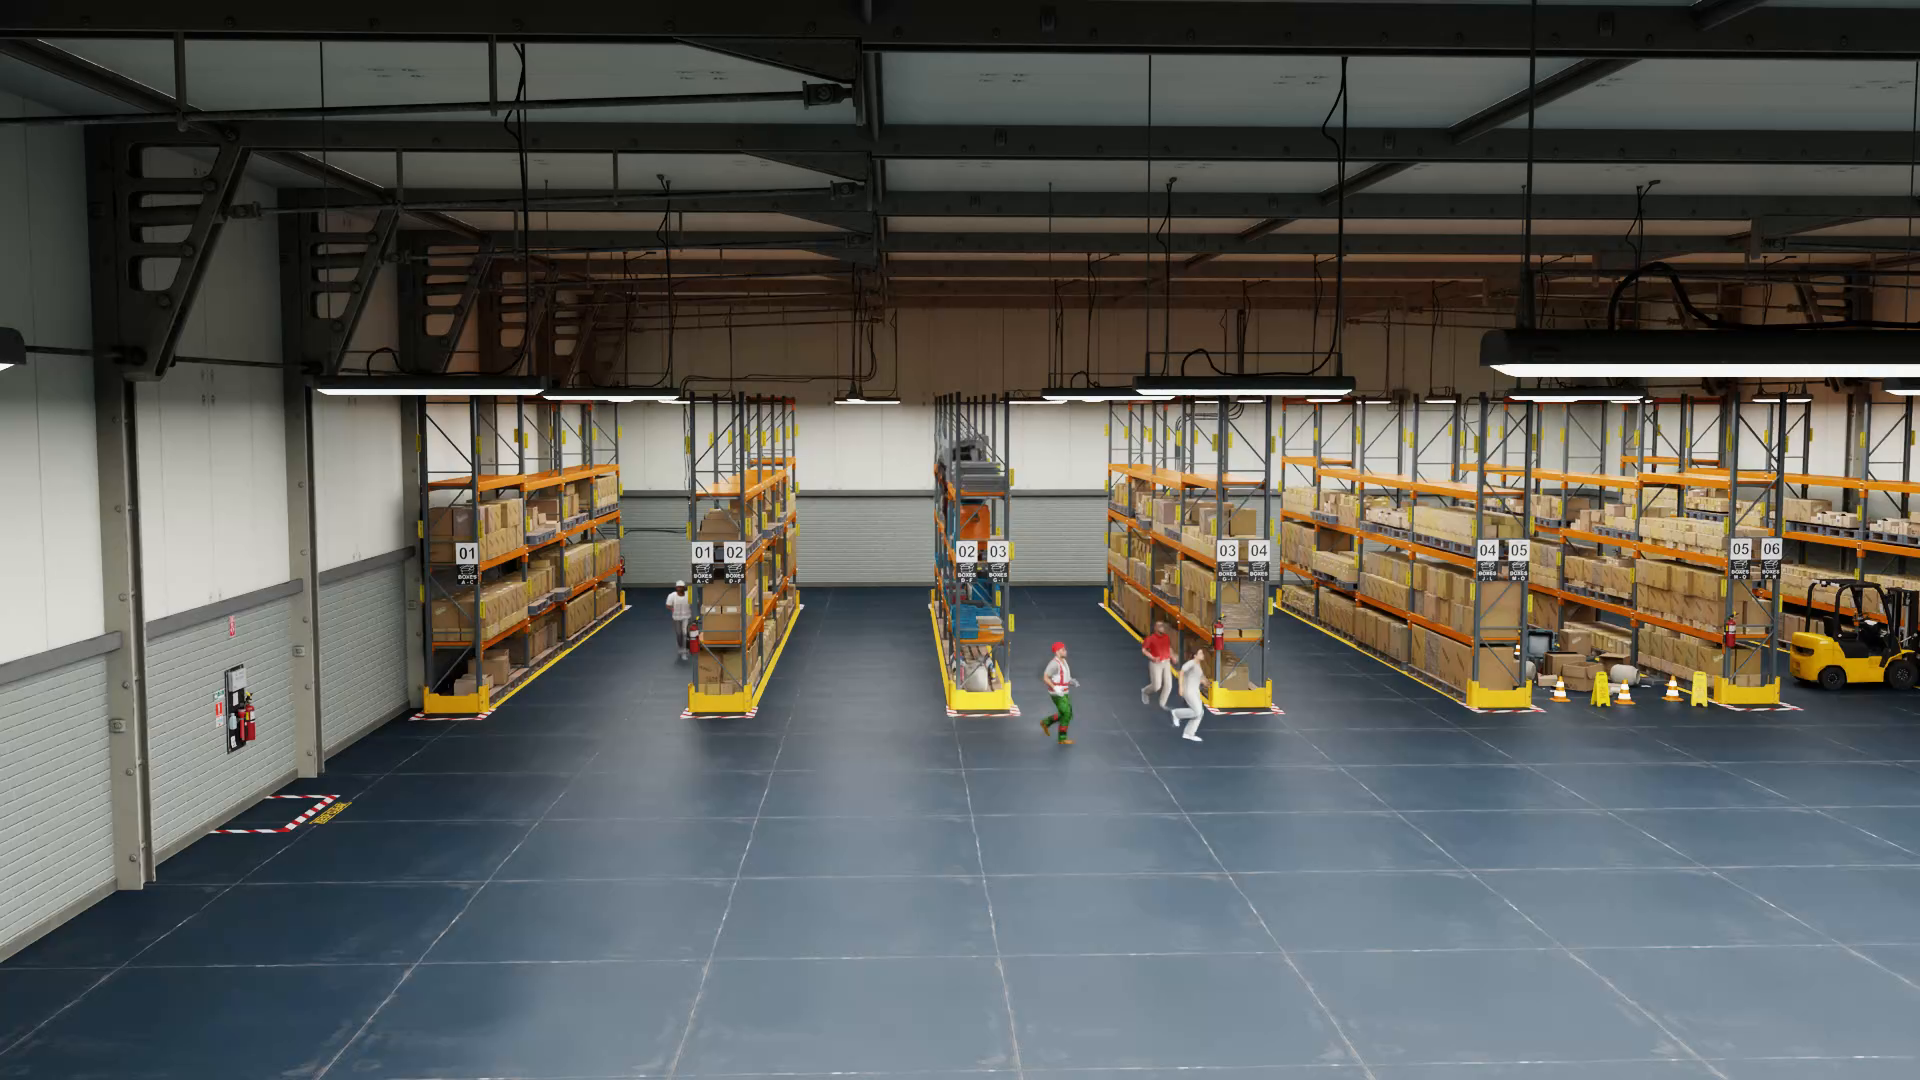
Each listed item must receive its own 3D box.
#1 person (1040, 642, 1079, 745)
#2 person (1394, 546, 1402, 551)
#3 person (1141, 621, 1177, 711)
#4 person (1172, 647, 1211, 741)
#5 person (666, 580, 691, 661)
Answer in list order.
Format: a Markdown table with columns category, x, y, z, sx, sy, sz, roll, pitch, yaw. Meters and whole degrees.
| category | x | y | z | sx | sy | sz | roll | pitch | yaw |
| --- | --- | --- | --- | --- | --- | --- | --- | --- | --- |
| person | 1.643 | 2.593 | 28.183 | 0.692 | 1.746 | 0.651 | 2 | 5 | 26 |
| person | 13.132 | 0.902 | 49.899 | 0.578 | 1.645 | 0.616 | -2 | 5 | -18 |
| person | 3.756 | 2.368 | 31.454 | 0.667 | 1.674 | 0.667 | -2 | 5 | -27 |
| person | 3.980 | 2.641 | 28.638 | 0.662 | 1.620 | 0.600 | 3 | 5 | 31 |
| person | -6.352 | 1.802 | 37.840 | 0.639 | 1.796 | 0.890 | 0 | 5 | -1 |
